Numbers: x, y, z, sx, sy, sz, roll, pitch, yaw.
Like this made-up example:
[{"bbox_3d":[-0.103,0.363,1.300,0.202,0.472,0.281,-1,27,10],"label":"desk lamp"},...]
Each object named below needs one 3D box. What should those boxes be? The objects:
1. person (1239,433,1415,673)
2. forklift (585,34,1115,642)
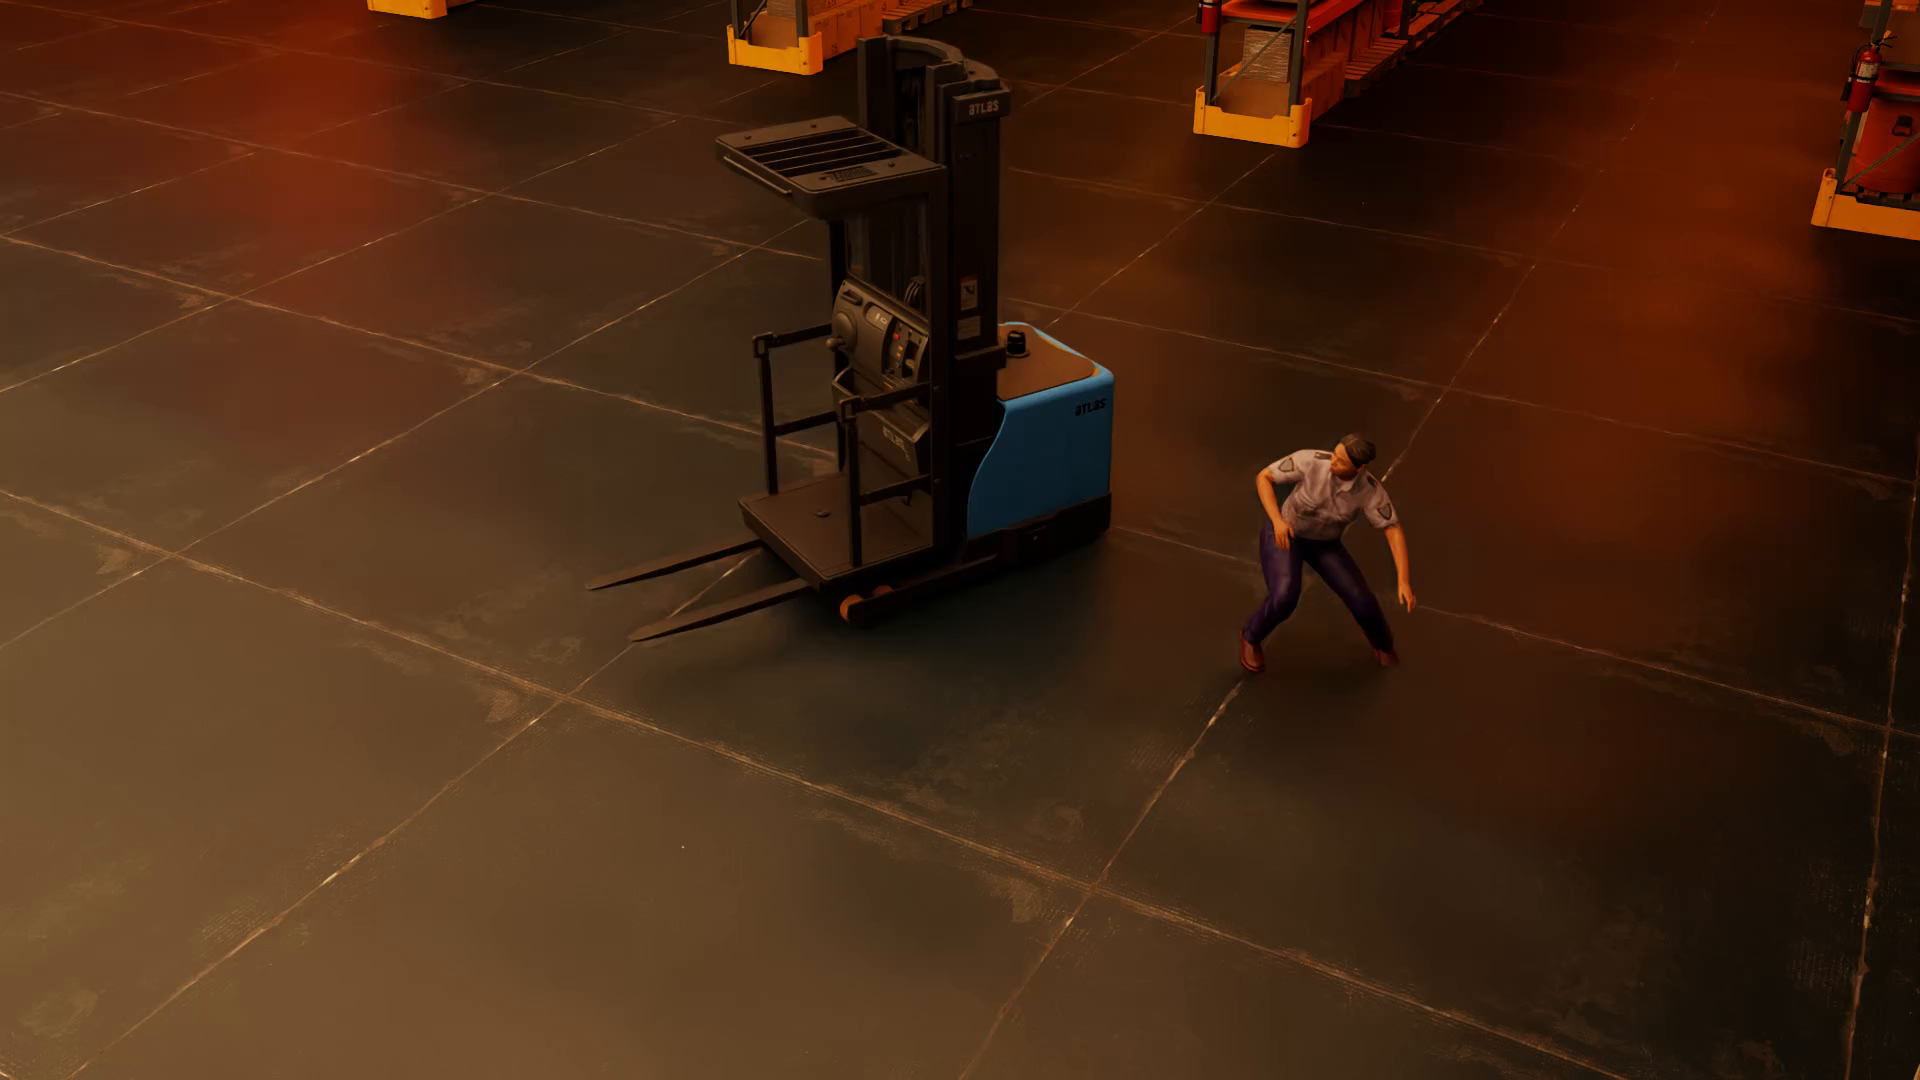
[{"bbox_3d":[1.913,0.090,8.519,0.887,1.443,0.731,-1,30,-2],"label":"person"},{"bbox_3d":[-0.610,-1.100,8.976,3.031,2.935,1.130,-18,34,-28],"label":"forklift"}]
